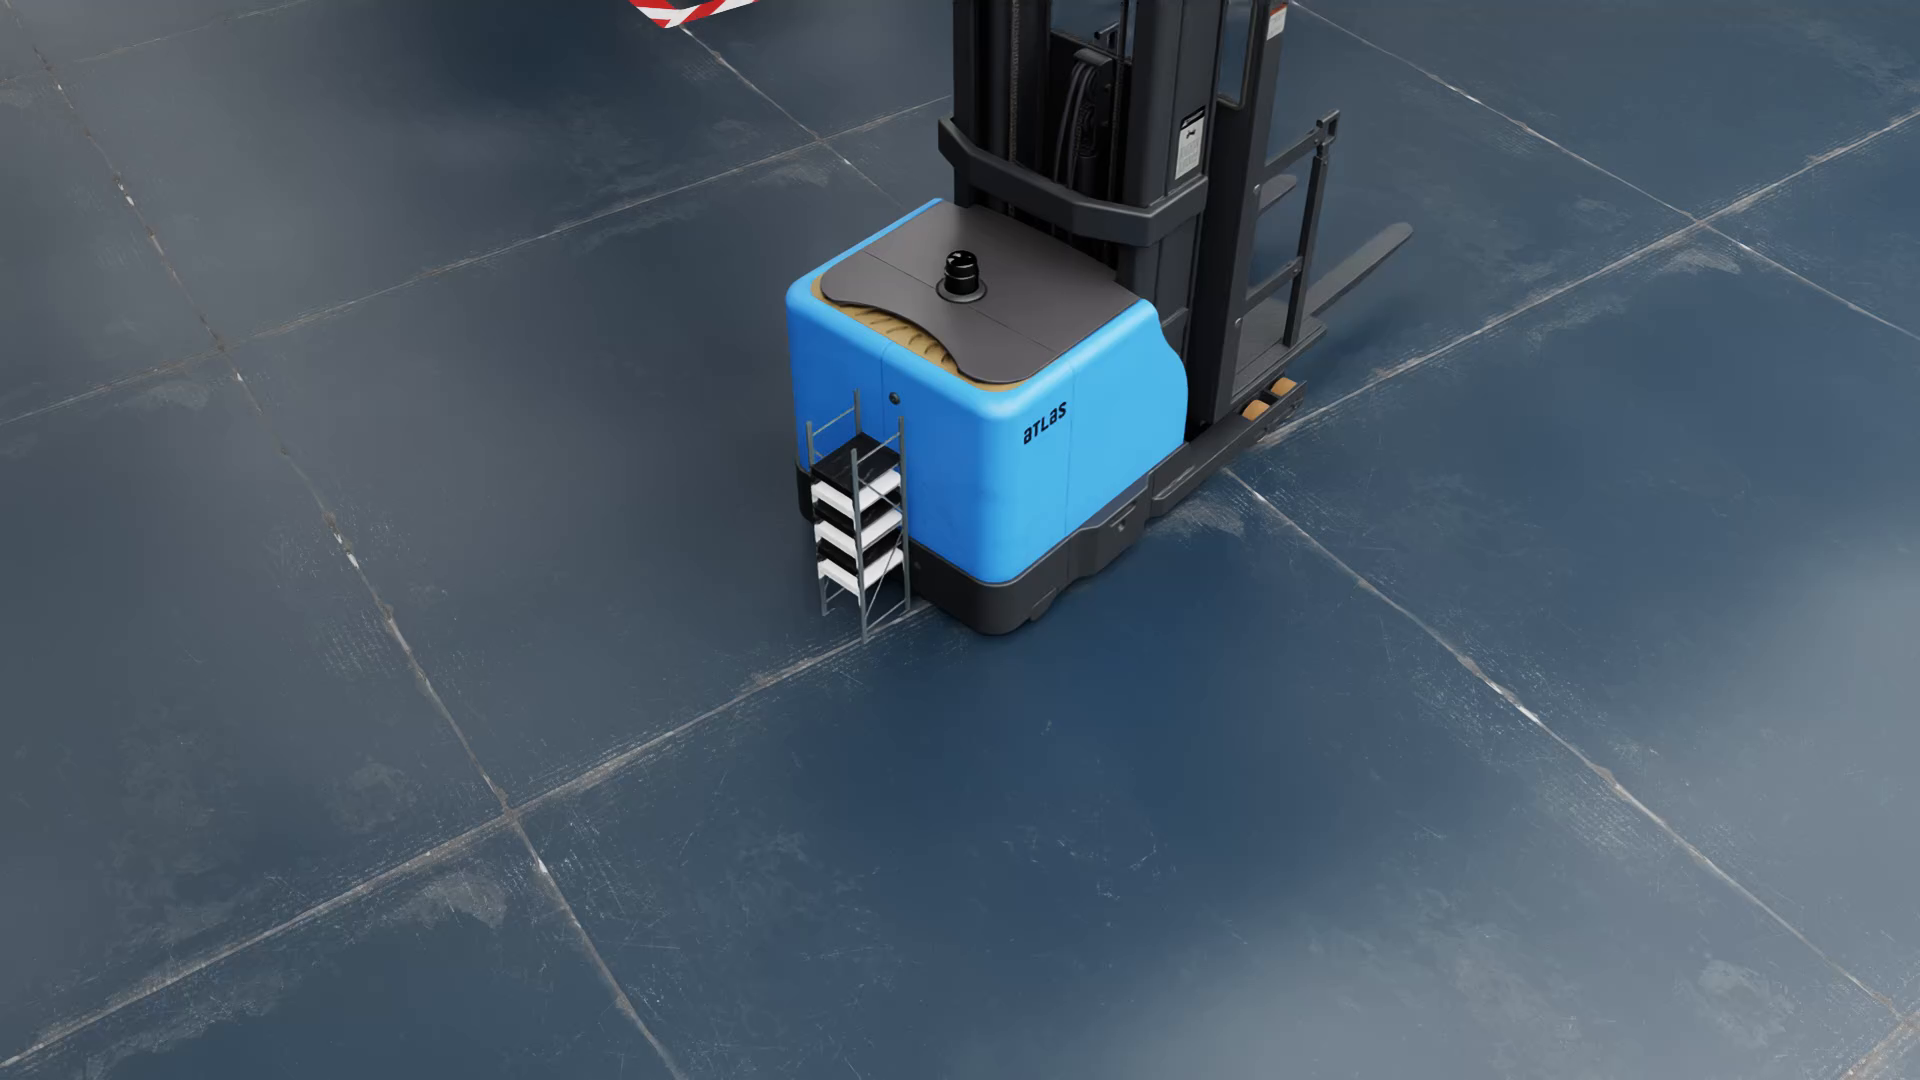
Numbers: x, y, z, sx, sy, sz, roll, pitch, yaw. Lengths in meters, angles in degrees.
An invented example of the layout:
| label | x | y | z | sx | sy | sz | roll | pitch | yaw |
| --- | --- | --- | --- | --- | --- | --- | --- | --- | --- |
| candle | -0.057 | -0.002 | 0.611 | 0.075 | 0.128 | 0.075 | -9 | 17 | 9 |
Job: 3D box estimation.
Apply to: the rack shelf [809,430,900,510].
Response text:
| label | x | y | z | sx | sy | sz | roll | pitch | yaw |
| --- | --- | --- | --- | --- | --- | --- | --- | --- | --- |
| rack shelf | -0.338 | -0.234 | 5.500 | 0.200 | 0.077 | 0.258 | 32 | 52 | 29 |

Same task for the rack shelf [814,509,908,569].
| label | x | y | z | sx | sy | sz | roll | pitch | yaw |
| --- | --- | --- | --- | --- | --- | --- | --- | --- | --- |
| rack shelf | -0.337 | -0.039 | 5.687 | 0.200 | 0.077 | 0.258 | 32 | 52 | 29 |

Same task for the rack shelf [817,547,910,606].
| label | x | y | z | sx | sy | sz | roll | pitch | yaw |
| --- | --- | --- | --- | --- | --- | --- | --- | --- | --- |
| rack shelf | -0.337 | 0.091 | 5.812 | 0.200 | 0.077 | 0.258 | 32 | 52 | 29 |

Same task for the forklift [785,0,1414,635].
| label | x | y | z | sx | sy | sz | roll | pitch | yaw |
| --- | --- | --- | --- | --- | --- | --- | --- | --- | --- |
| forklift | 0.753 | -1.665 | 5.872 | 1.130 | 2.935 | 3.031 | 32 | 52 | 29 |

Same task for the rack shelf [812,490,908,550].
| label | x | y | z | sx | sy | sz | roll | pitch | yaw |
| --- | --- | --- | --- | --- | --- | --- | --- | --- | --- |
| rack shelf | -0.337 | -0.104 | 5.625 | 0.200 | 0.077 | 0.258 | 32 | 52 | 29 |

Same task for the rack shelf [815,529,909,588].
| label | x | y | z | sx | sy | sz | roll | pitch | yaw |
| --- | --- | --- | --- | --- | --- | --- | --- | --- | --- |
| rack shelf | -0.337 | 0.026 | 5.749 | 0.200 | 0.077 | 0.258 | 32 | 52 | 29 |

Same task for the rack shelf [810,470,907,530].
| label | x | y | z | sx | sy | sz | roll | pitch | yaw |
| --- | --- | --- | --- | --- | --- | --- | --- | --- | --- |
| rack shelf | -0.338 | -0.169 | 5.563 | 0.200 | 0.077 | 0.258 | 32 | 52 | 29 |

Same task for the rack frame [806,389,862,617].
| label | x | y | z | sx | sy | sz | roll | pitch | yaw |
| --- | --- | --- | --- | --- | --- | --- | --- | --- | --- |
| rack frame | -0.413 | -0.110 | 5.713 | 0.006 | 0.900 | 0.240 | 32 | 52 | 29 |

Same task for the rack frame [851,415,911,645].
| label | x | y | z | sx | sy | sz | roll | pitch | yaw |
| --- | --- | --- | --- | --- | --- | --- | --- | --- | --- |
| rack frame | -0.262 | -0.016 | 5.615 | 0.006 | 0.900 | 0.240 | 32 | 52 | 29 |

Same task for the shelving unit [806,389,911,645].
| label | x | y | z | sx | sy | sz | roll | pitch | yaw |
| --- | --- | --- | --- | --- | --- | --- | --- | --- | --- |
| shelving unit | -0.337 | -0.063 | 5.664 | 0.210 | 0.900 | 0.258 | 32 | 52 | 29 |
